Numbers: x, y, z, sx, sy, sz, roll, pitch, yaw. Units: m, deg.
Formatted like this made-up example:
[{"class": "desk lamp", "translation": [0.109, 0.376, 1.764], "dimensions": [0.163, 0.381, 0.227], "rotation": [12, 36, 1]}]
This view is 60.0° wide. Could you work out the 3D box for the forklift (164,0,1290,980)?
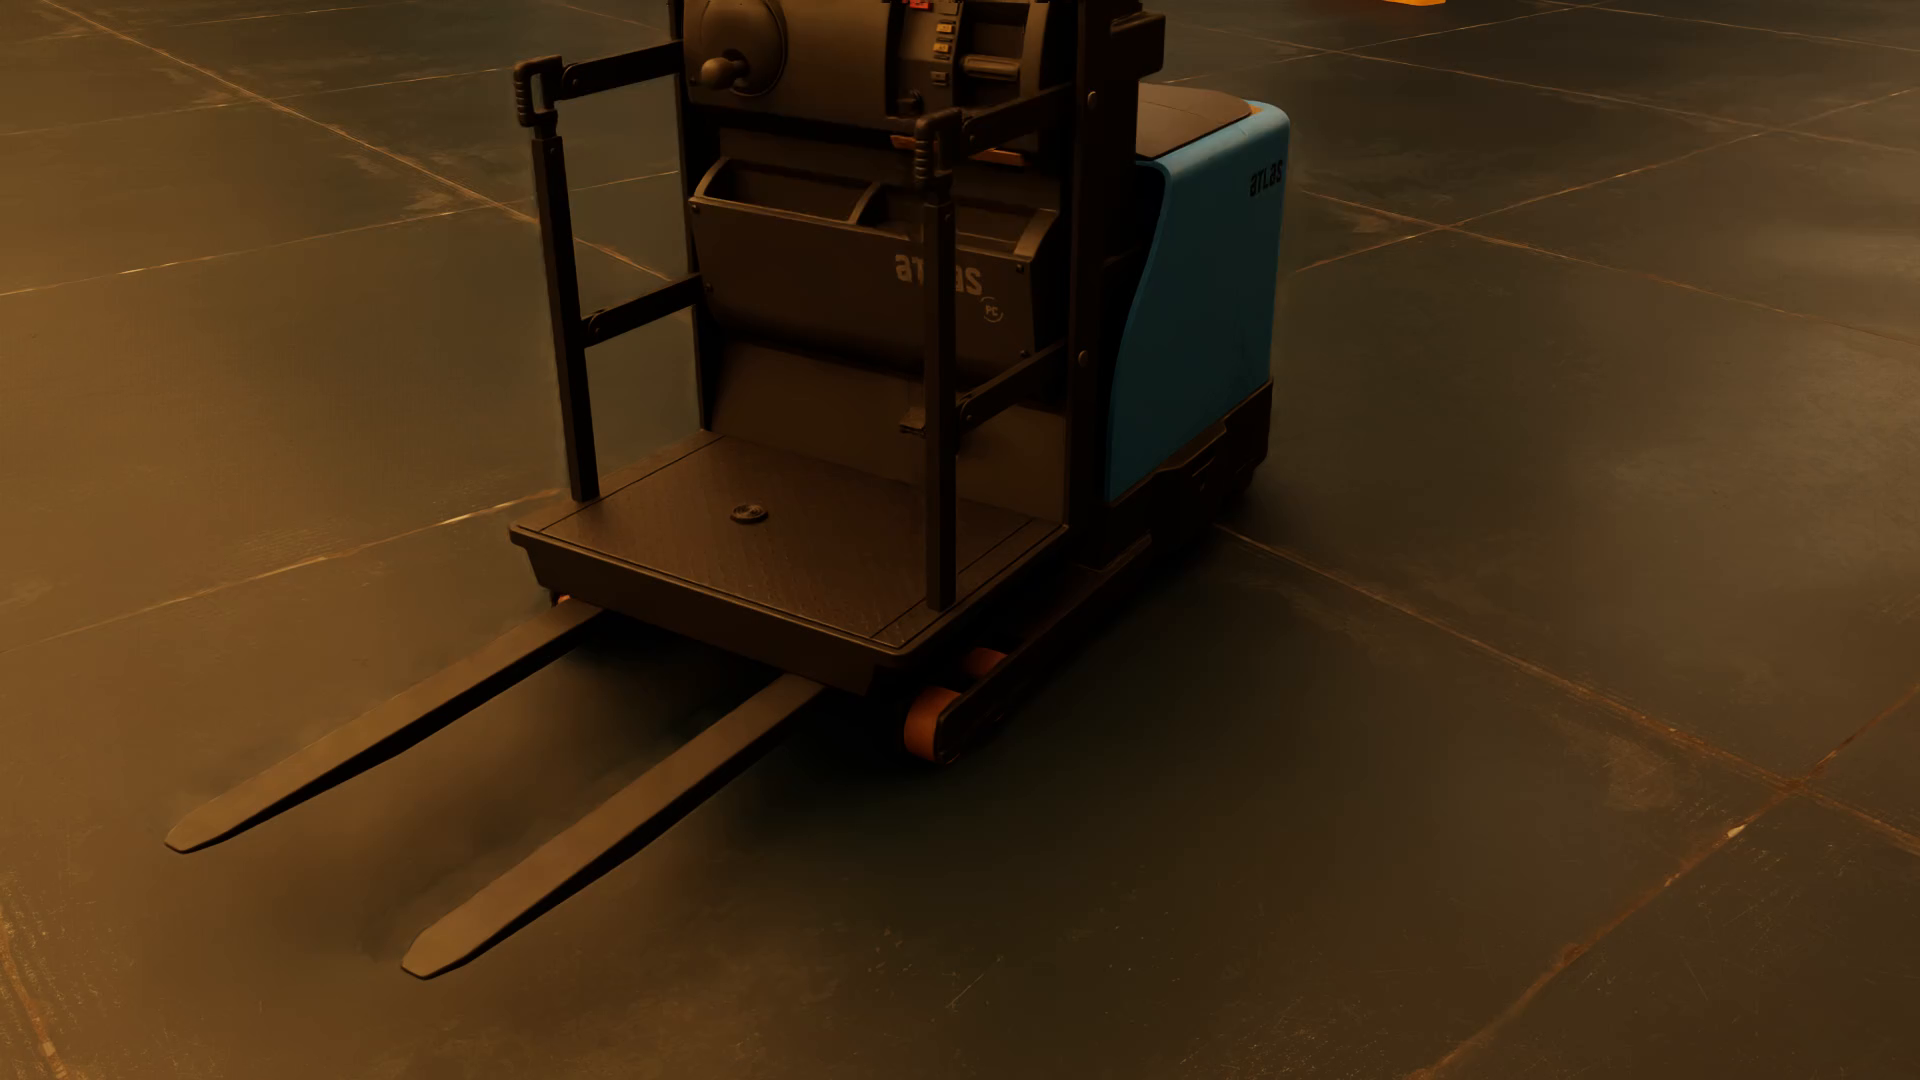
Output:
[{"class": "forklift", "translation": [-0.317, -1.073, 3.365], "dimensions": [1.130, 2.935, 3.031], "rotation": [16, 30, 28]}]
